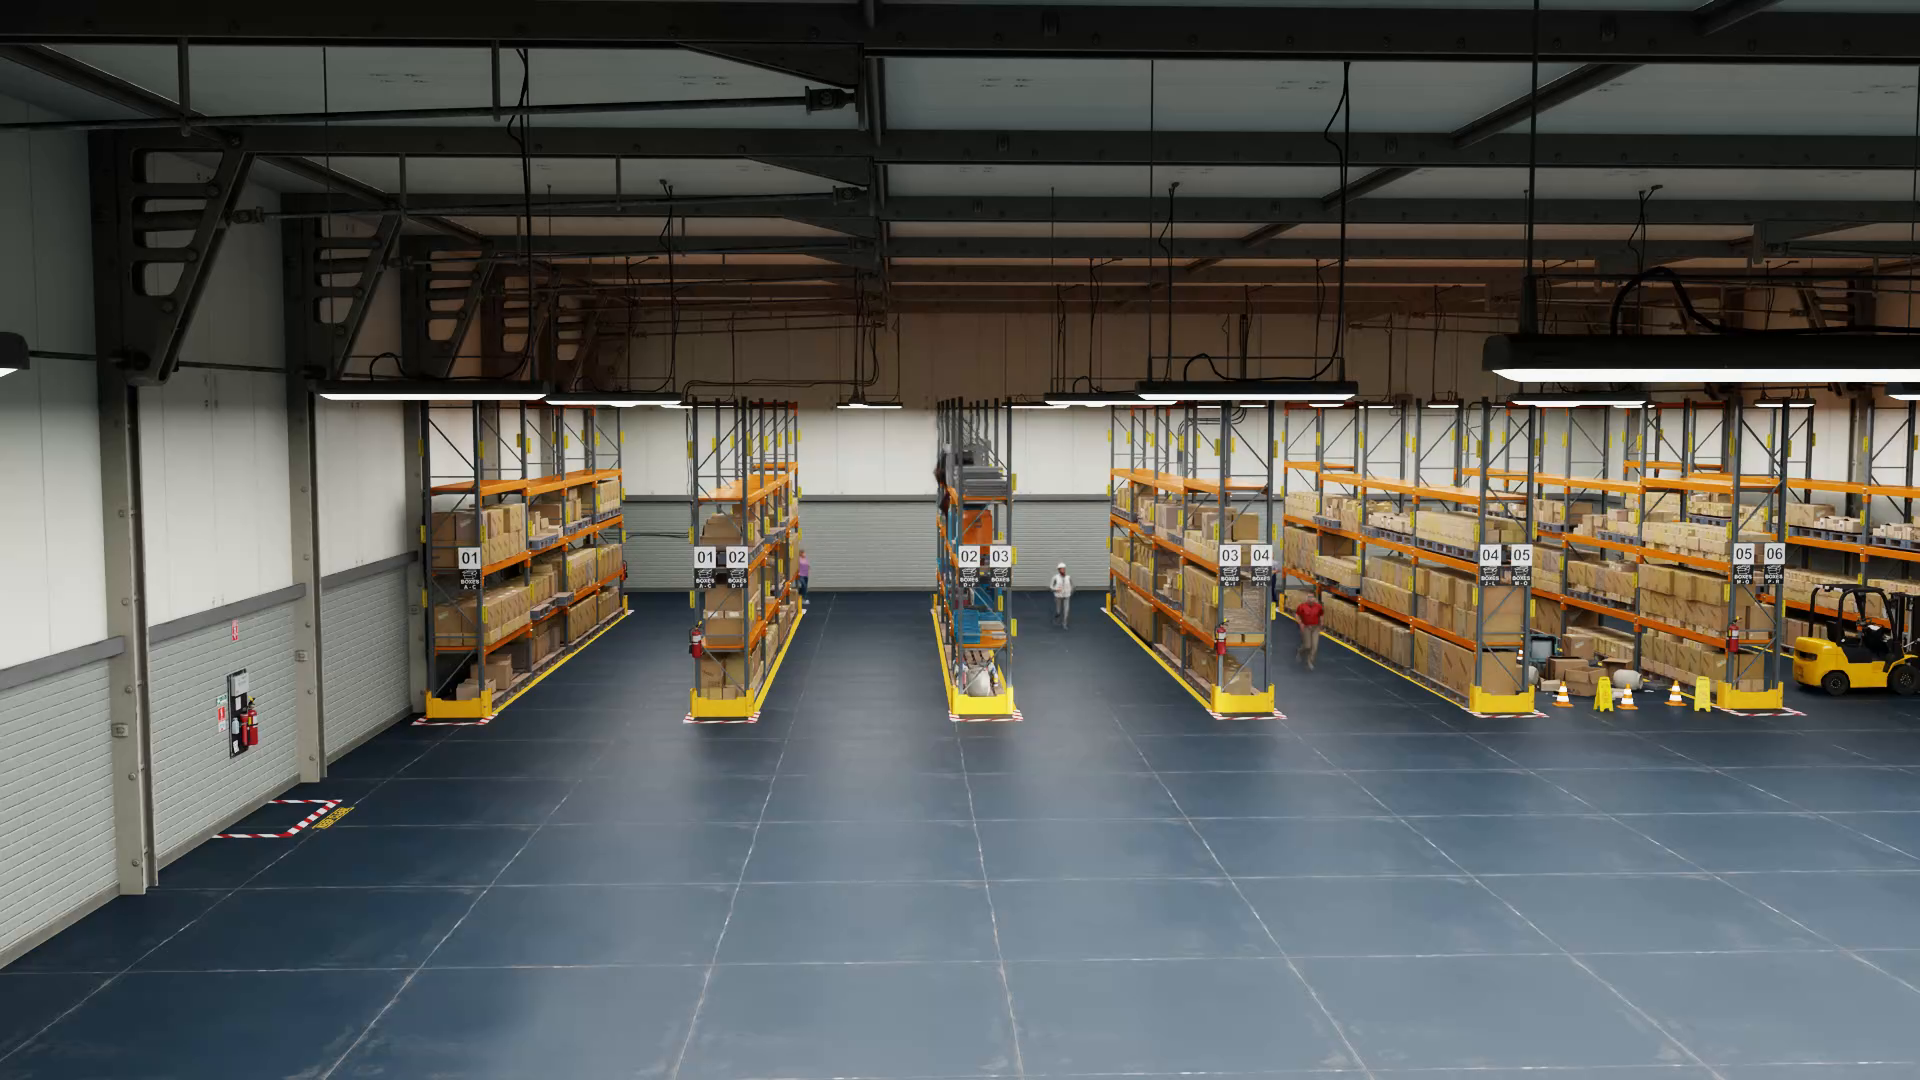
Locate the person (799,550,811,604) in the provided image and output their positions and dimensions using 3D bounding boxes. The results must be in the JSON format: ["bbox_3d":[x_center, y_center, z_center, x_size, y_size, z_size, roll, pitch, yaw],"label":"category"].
[{"bbox_3d":[-4.678,1.092,49.503,0.540,1.596,0.781,-3,6,-38],"label":"person"}]

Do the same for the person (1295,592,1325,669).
[{"bbox_3d":[7.846,2.015,37.203,0.653,1.700,0.646,0,4,-5],"label":"person"}]

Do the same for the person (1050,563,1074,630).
[{"bbox_3d":[2.695,1.481,43.752,0.669,1.733,0.760,-1,4,-9],"label":"person"}]

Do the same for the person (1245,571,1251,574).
[{"bbox_3d":[8.057,1.195,47.656,0.740,1.693,0.850,2,5,24],"label":"person"}]

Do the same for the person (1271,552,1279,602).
[{"bbox_3d":[9.127,1.189,48.623,0.749,1.694,0.599,-4,6,-44],"label":"person"}]
